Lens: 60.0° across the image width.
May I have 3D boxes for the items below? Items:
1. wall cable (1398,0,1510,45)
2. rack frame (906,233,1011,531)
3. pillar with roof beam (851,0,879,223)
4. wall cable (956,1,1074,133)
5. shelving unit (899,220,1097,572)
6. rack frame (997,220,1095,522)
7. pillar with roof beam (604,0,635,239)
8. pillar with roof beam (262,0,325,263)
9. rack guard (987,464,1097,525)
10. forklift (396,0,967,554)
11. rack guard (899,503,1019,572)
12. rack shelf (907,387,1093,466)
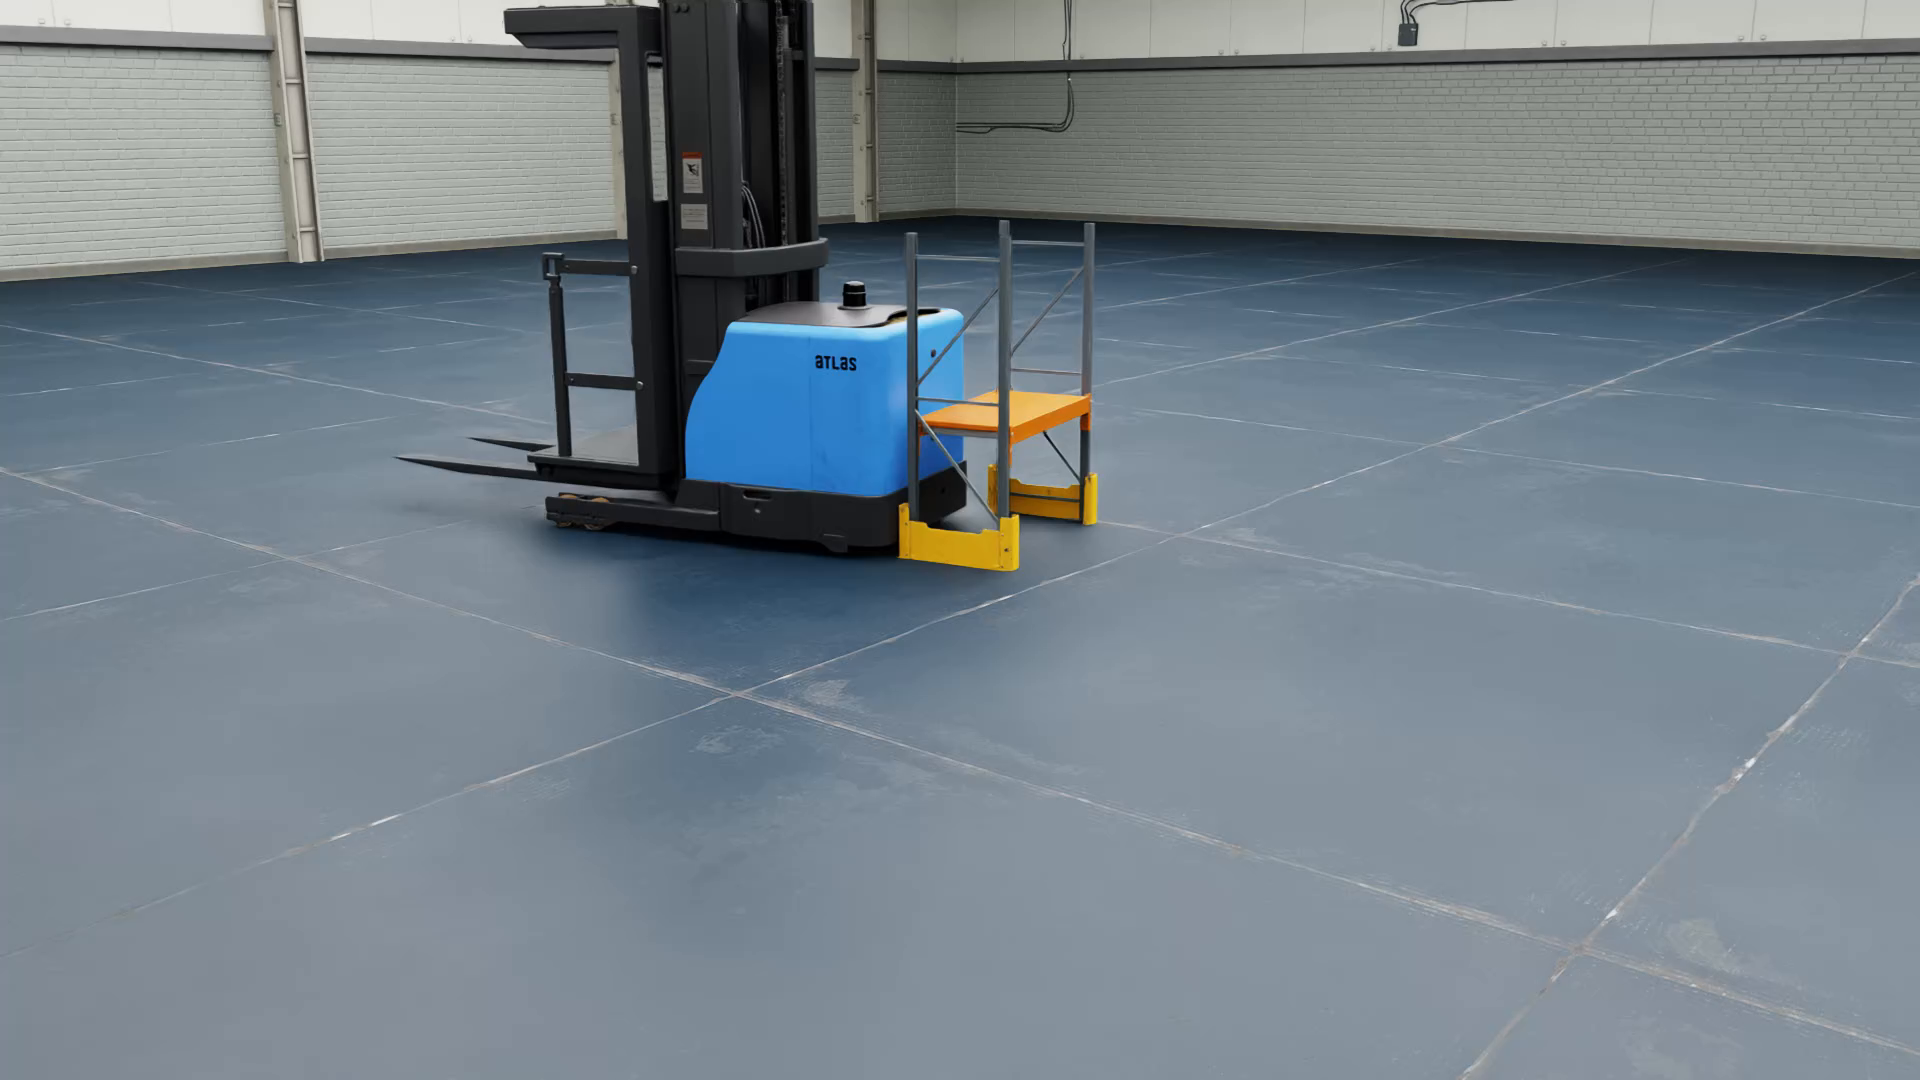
[{"bbox_3d":[8.406,-11.200,27.028,2.305,6.003,0.169,11,18,38],"label":"wall cable"},{"bbox_3d":[-0.010,-0.620,7.517,0.500,1.500,0.032,7,16,25],"label":"rack frame"},{"bbox_3d":[1.500,-9.998,29.204,9.100,9.000,0.400,11,18,38],"label":"pillar with roof beam"},{"bbox_3d":[1.032,-9.519,33.624,3.097,2.526,0.112,11,18,38],"label":"wall cable"},{"bbox_3d":[0.205,-0.731,7.954,0.587,1.500,1.083,7,16,25],"label":"shelving unit"},{"bbox_3d":[0.428,-0.846,8.407,0.500,1.500,0.032,7,16,25],"label":"rack frame"},{"bbox_3d":[-2.271,-8.849,24.681,9.100,9.000,0.400,11,18,38],"label":"pillar with roof beam"},{"bbox_3d":[-6.042,-7.700,20.158,9.100,9.000,0.400,11,18,38],"label":"pillar with roof beam"},{"bbox_3d":[0.419,-0.236,8.544,0.587,0.250,0.087,7,16,25],"label":"rack guard"},{"bbox_3d":[-1.530,-1.577,8.376,3.031,2.935,1.130,6,16,23],"label":"forklift"},{"bbox_3d":[-0.009,-0.015,7.672,0.587,0.250,0.087,7,16,25],"label":"rack guard"},{"bbox_3d":[0.209,-0.559,8.006,0.538,0.185,1.000,7,16,25],"label":"rack shelf"}]
